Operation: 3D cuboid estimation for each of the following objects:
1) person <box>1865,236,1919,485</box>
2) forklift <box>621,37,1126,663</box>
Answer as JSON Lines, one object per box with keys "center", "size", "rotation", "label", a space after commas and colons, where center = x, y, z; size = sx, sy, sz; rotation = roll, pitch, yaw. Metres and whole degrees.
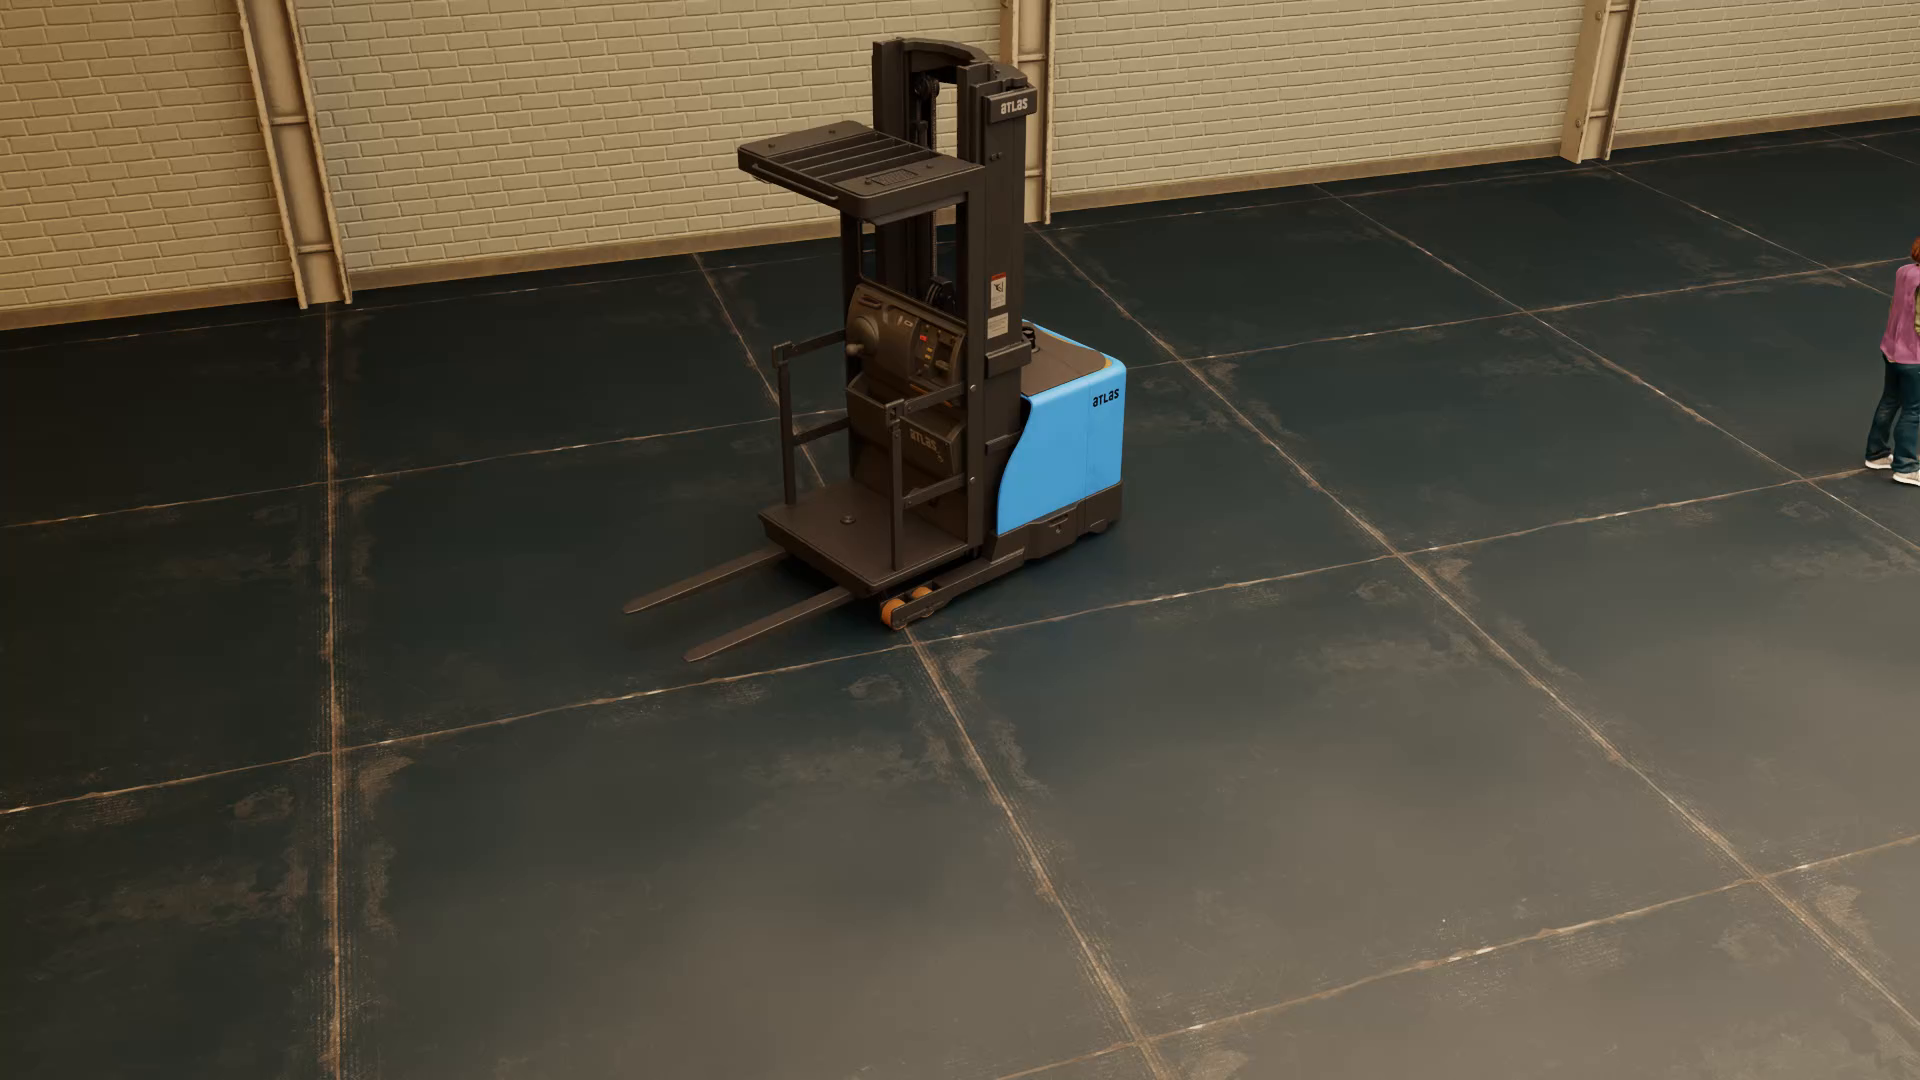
{"center": [6.023, -1.155, 10.419], "size": [0.475, 1.597, 0.520], "rotation": [2, 30, 3], "label": "person"}
{"center": [-0.461, -1.072, 8.951], "size": [3.031, 2.935, 1.130], "rotation": [-23, 37, -34], "label": "forklift"}
